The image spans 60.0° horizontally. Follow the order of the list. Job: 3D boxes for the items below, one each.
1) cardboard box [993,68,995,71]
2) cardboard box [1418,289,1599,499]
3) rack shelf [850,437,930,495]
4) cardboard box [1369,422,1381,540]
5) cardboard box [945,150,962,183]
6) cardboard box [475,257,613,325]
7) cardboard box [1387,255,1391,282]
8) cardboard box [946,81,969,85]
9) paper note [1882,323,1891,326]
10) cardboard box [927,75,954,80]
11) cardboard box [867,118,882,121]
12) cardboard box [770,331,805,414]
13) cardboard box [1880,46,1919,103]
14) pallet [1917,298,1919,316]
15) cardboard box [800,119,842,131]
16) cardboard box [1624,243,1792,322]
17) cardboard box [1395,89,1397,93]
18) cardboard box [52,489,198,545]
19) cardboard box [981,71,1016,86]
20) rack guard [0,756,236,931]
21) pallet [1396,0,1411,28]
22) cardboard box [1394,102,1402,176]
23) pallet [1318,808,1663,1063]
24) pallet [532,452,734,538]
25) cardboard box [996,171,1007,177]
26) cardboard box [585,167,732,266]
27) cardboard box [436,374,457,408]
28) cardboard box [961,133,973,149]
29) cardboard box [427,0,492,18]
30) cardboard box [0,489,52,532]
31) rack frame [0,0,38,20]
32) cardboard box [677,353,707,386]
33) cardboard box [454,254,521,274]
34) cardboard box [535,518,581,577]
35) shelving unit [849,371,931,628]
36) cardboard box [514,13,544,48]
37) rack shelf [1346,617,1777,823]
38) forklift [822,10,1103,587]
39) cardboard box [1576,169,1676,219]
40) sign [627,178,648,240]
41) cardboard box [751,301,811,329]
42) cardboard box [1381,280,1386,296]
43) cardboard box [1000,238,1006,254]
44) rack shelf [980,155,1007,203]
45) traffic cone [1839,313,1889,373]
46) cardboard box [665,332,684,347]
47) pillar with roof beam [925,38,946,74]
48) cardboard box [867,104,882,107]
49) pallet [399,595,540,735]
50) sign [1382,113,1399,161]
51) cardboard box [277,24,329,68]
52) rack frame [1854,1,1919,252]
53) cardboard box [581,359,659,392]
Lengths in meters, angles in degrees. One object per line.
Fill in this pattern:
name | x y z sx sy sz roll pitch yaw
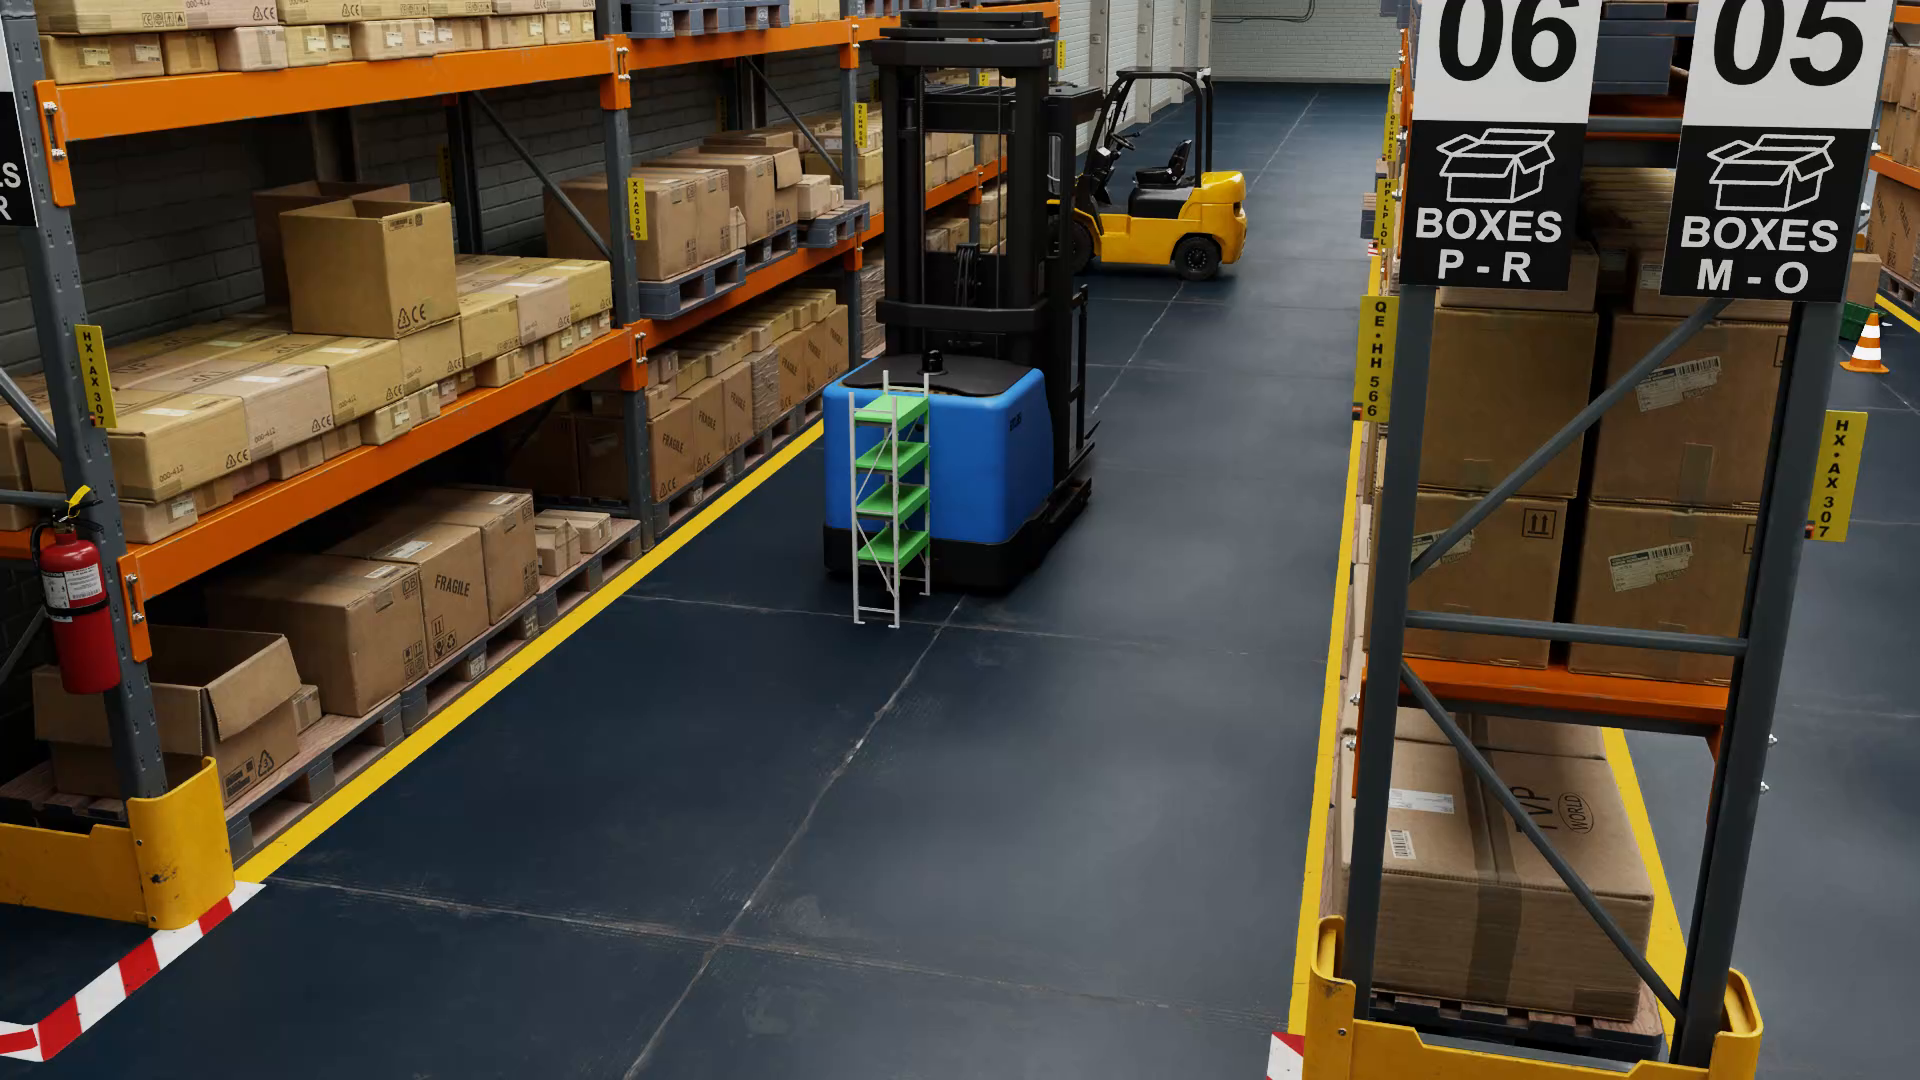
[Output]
cardboard box | 0.242 -5.401 19.241 0.380 0.149 0.250 5 19 14
cardboard box | 1.471 -0.442 4.640 0.500 0.500 0.500 5 20 15
rack shelf | -0.348 -0.378 8.392 0.258 0.148 0.480 6 20 16
cardboard box | 1.698 -0.289 5.740 0.500 0.500 0.500 5 20 15
cardboard box | -0.286 -3.496 15.515 0.500 0.250 0.500 5 19 13
cardboard box | -2.141 -1.287 8.588 0.500 0.250 0.500 5 20 15
cardboard box | 2.548 -1.486 8.856 0.500 0.250 0.500 5 20 15
cardboard box | 0.067 -4.475 16.531 0.380 0.149 0.250 5 20 14
paper note | 8.626 -2.031 15.587 0.147 0.020 0.142 -9 21 -24
cardboard box | -0.277 -4.845 17.615 0.380 0.149 0.250 4 19 12
cardboard box | -0.607 -3.487 14.096 0.380 0.149 0.250 5 20 15
cardboard box | -1.429 -1.196 11.767 0.500 0.500 0.500 6 20 16
cardboard box | 10.189 -4.876 17.421 0.875 0.550 0.550 5 19 13
pallet | 9.602 -2.066 15.411 1.003 0.211 1.213 5 19 13
cardboard box | -1.183 -3.448 13.983 0.380 0.149 0.250 5 19 13
cardboard box | 1.939 -0.669 4.300 0.380 0.149 0.250 5 20 15
cardboard box | 4.001 -3.619 14.377 0.500 0.500 0.500 5 19 14
cardboard box | -2.884 -0.105 5.744 0.380 0.149 0.250 5 19 13
cardboard box | 0.426 -5.043 18.192 0.380 0.149 0.250 5 19 14
rack guard | -3.212 1.016 5.939 1.175 0.500 0.348 5 19 13
pallet | 3.432 -3.384 10.604 1.213 0.211 1.003 6 20 16
cardboard box | 3.181 -2.645 11.088 0.500 0.500 0.500 4 19 12
pallet | 1.703 1.311 5.523 1.003 0.211 1.213 5 19 13
pallet | -2.091 -0.335 10.341 1.003 0.211 1.213 5 19 13
cardboard box | 0.636 -4.040 18.932 0.500 0.250 0.500 5 19 14
cardboard box | -1.792 -1.939 9.919 0.700 0.500 0.500 5 19 14
cardboard box | -2.481 -0.676 7.413 0.380 0.149 0.250 5 19 13
cardboard box | -0.171 -3.895 15.910 0.500 0.250 0.500 4 19 12
cardboard box | -2.381 -2.391 7.179 0.500 0.250 0.500 5 20 15
cardboard box | -3.410 -0.149 5.872 0.380 0.149 0.250 4 19 13
rack frame | -3.231 -2.982 4.495 1.000 3.000 0.127 5 19 13
cardboard box | -1.809 -1.072 10.399 0.380 0.149 0.250 4 19 12
cardboard box | -2.636 -1.332 8.720 0.500 0.250 0.500 4 19 13
cardboard box | -2.192 0.008 8.603 0.396 0.266 0.258 5 20 15
shelving unit | -0.348 -0.211 8.449 0.258 1.200 0.503 6 20 16
cardboard box | -2.192 -2.401 7.825 0.380 0.149 0.250 5 20 15
rack shelf | 2.072 -0.038 6.272 1.077 0.370 4.000 5 19 13
forklift | 0.187 -1.579 9.776 1.130 2.935 3.031 6 20 16
cardboard box | 2.375 -1.238 5.965 0.380 0.149 0.250 5 19 13
sign | -1.725 -1.766 8.877 0.100 0.325 0.005 5 19 13
cardboard box | -1.295 -1.631 12.037 0.380 0.149 0.250 4 19 12
cardboard box | 3.289 -1.243 11.323 0.875 0.875 0.875 4 19 13
cardboard box | 0.250 -3.087 17.690 0.500 0.250 0.500 4 19 12
rack shelf | 0.190 -4.190 18.428 1.077 0.370 4.000 5 19 13
traffic cone | 7.548 -1.652 13.809 0.336 0.463 0.334 5 19 13
cardboard box | -2.077 -1.343 11.194 0.380 0.149 0.250 4 19 11
pillar with roof beam | 3.809 -7.510 17.752 9.100 9.000 0.400 5 19 13
cardboard box | -0.771 -4.007 15.620 0.380 0.149 0.250 5 19 13
pallet | -2.718 0.522 7.833 1.003 0.211 1.213 5 19 13
sign | 3.010 -2.810 11.604 0.100 0.325 0.005 5 19 13
cardboard box | -2.592 -1.841 6.184 0.380 0.149 0.250 5 19 13
rack frame | 10.317 -4.408 17.951 1.000 3.000 0.127 5 19 13
cardboard box | -1.966 -0.956 9.600 0.380 0.149 0.250 4 19 12
